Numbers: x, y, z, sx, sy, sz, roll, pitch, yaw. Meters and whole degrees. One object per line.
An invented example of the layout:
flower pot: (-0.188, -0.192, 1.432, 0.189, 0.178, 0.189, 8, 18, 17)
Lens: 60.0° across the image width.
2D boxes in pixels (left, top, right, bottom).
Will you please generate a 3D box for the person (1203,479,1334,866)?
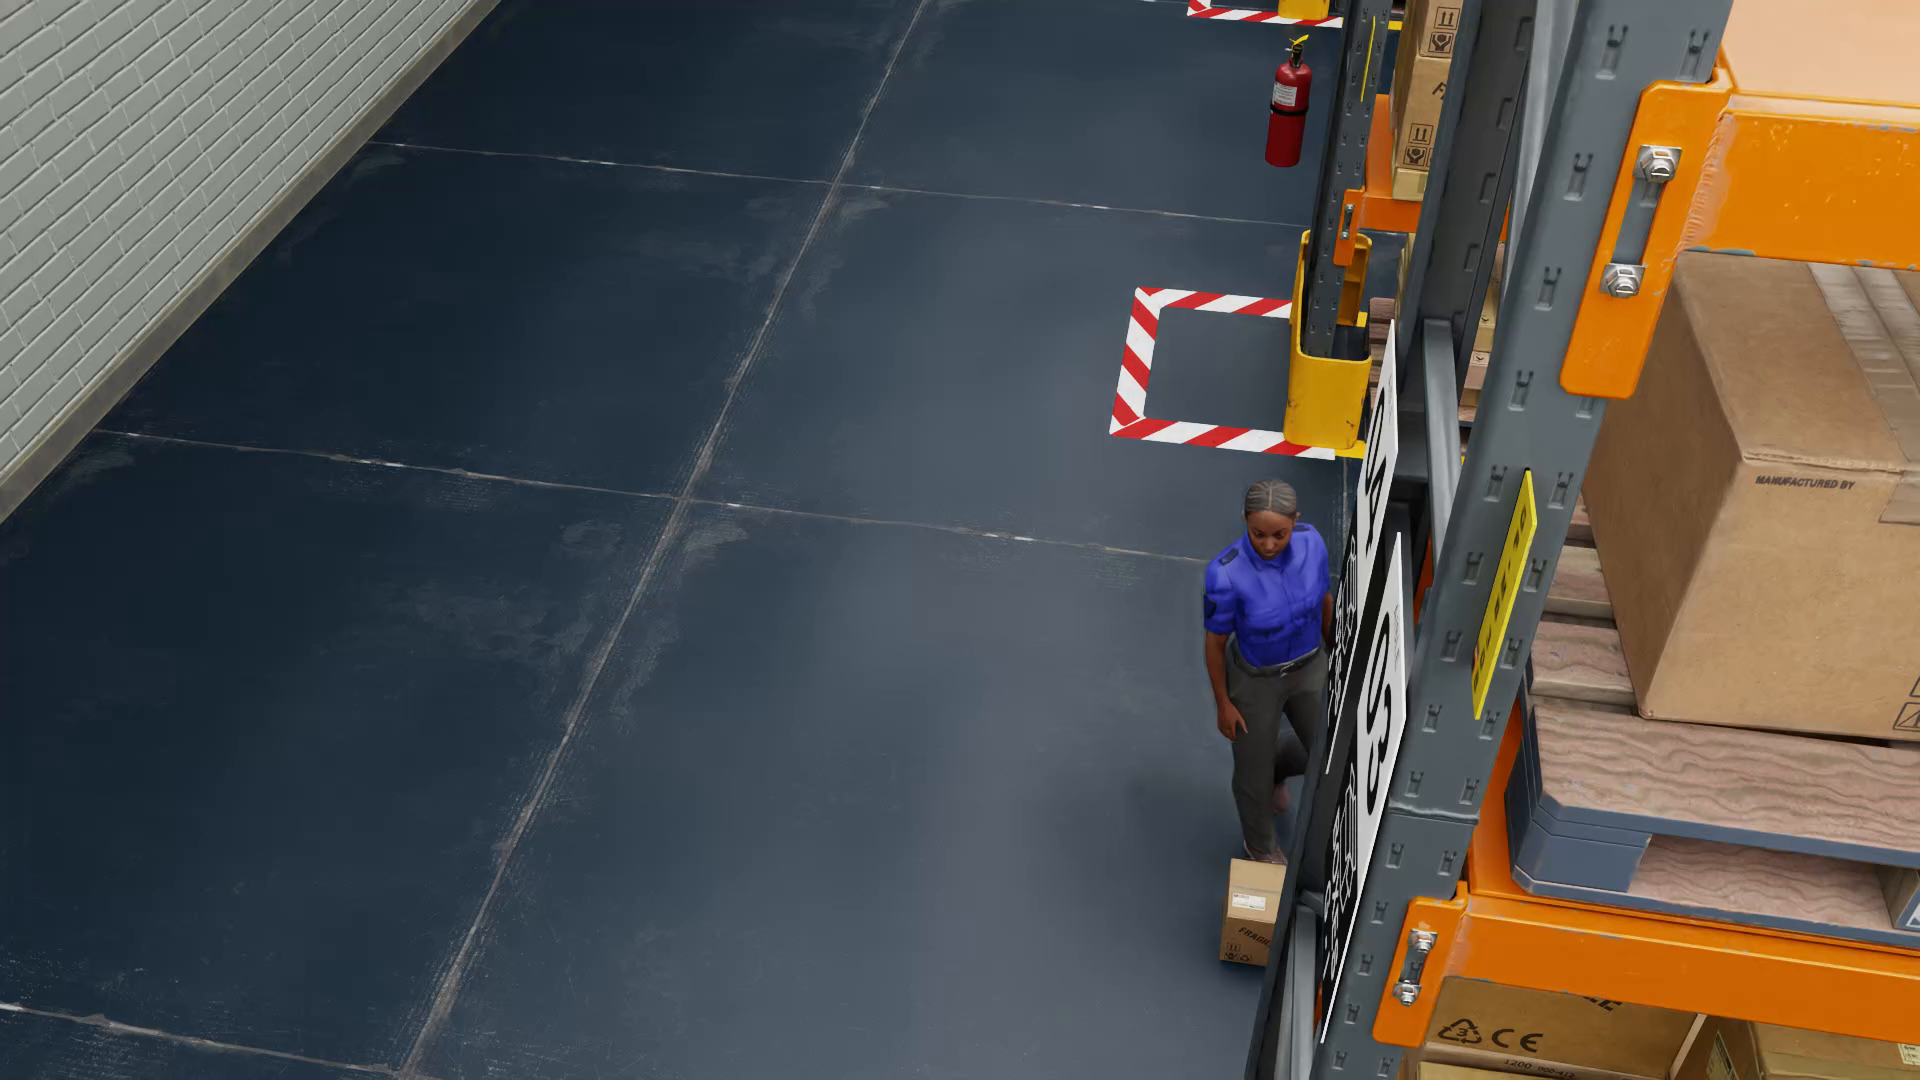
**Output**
person: (1.077, 0.499, 5.576, 0.531, 1.655, 0.531, -15, 43, -16)
